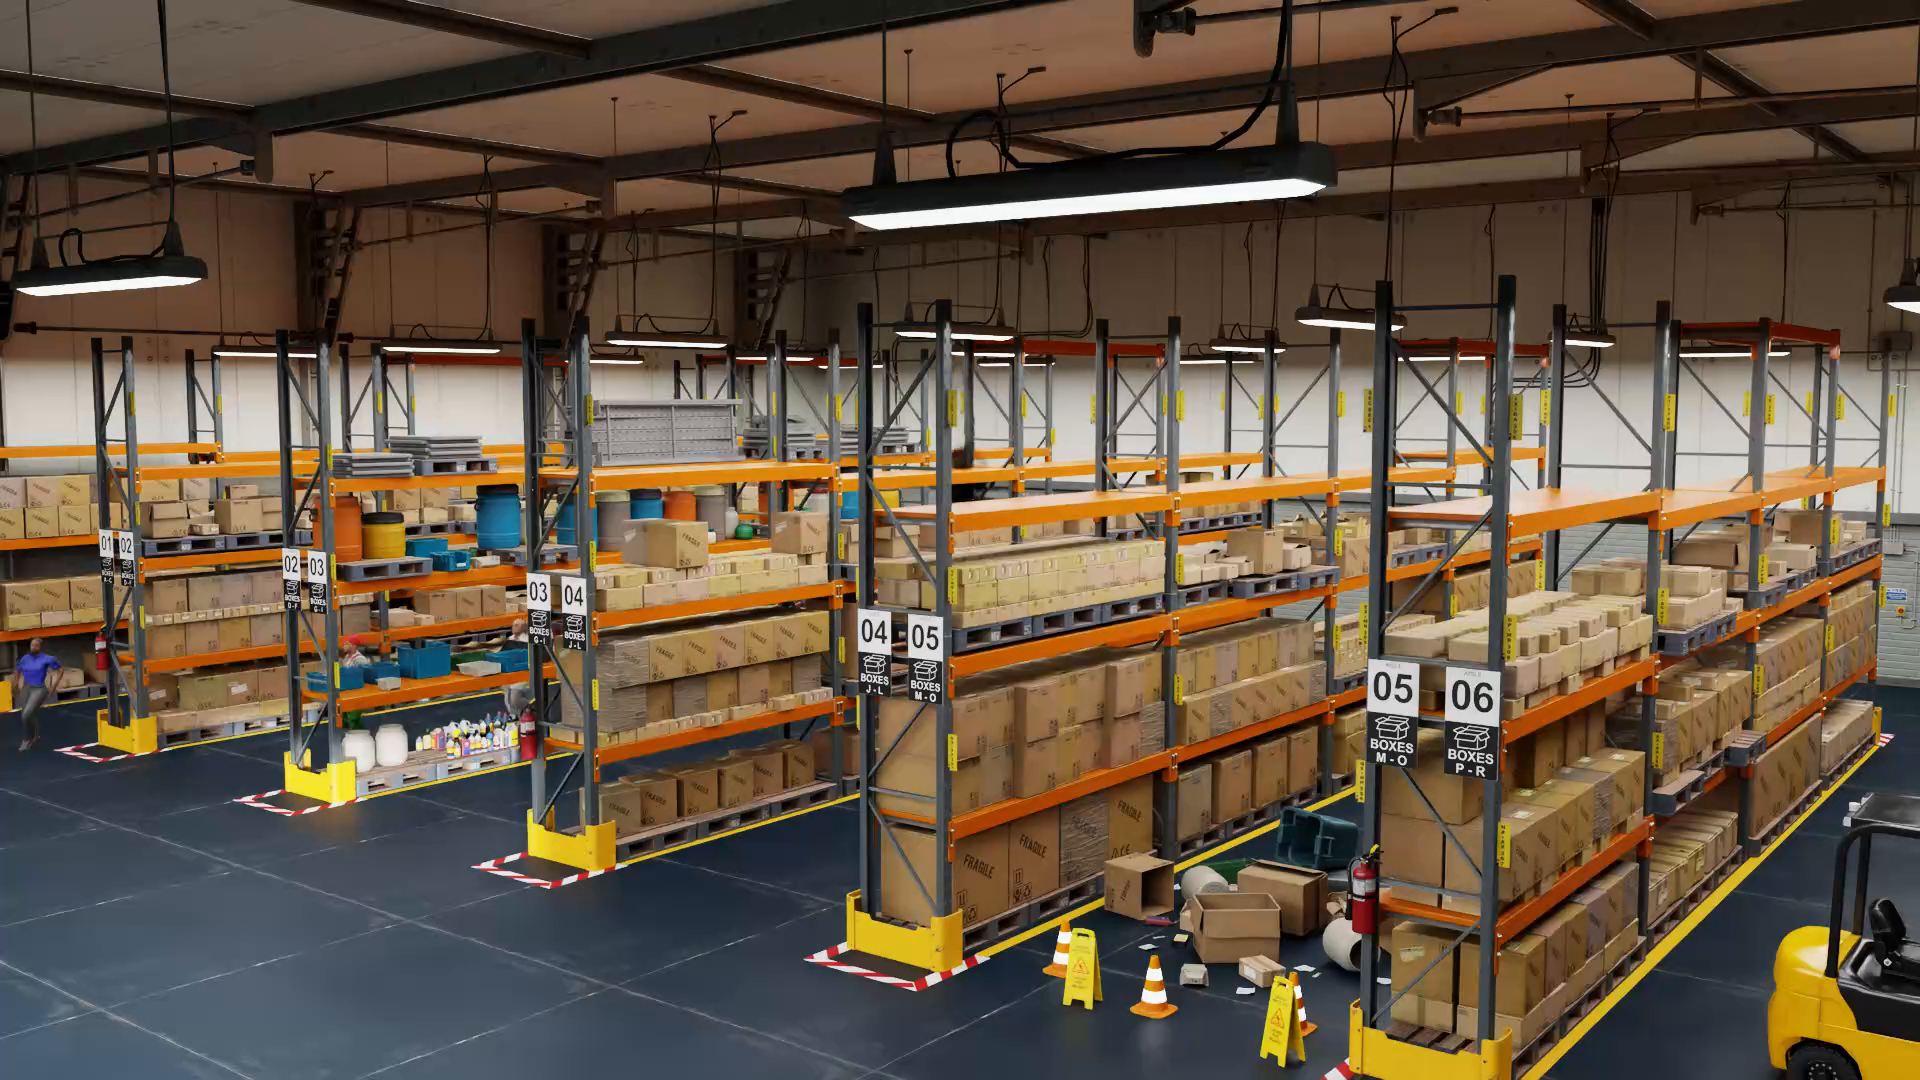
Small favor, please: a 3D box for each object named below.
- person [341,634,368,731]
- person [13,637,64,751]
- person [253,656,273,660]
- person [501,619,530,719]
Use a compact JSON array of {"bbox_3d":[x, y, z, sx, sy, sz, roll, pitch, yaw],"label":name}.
[{"bbox_3d":[-8.750,2.218,23.856,0.652,1.744,0.589,5,7,45],"label":"person"},{"bbox_3d":[-13.528,2.251,24.334,0.658,1.661,0.665,1,5,6],"label":"person"},{"bbox_3d":[-11.794,1.837,28.094,0.635,1.735,0.650,3,6,29],"label":"person"},{"bbox_3d":[-6.801,2.074,25.572,0.705,1.727,0.661,3,6,32],"label":"person"}]
